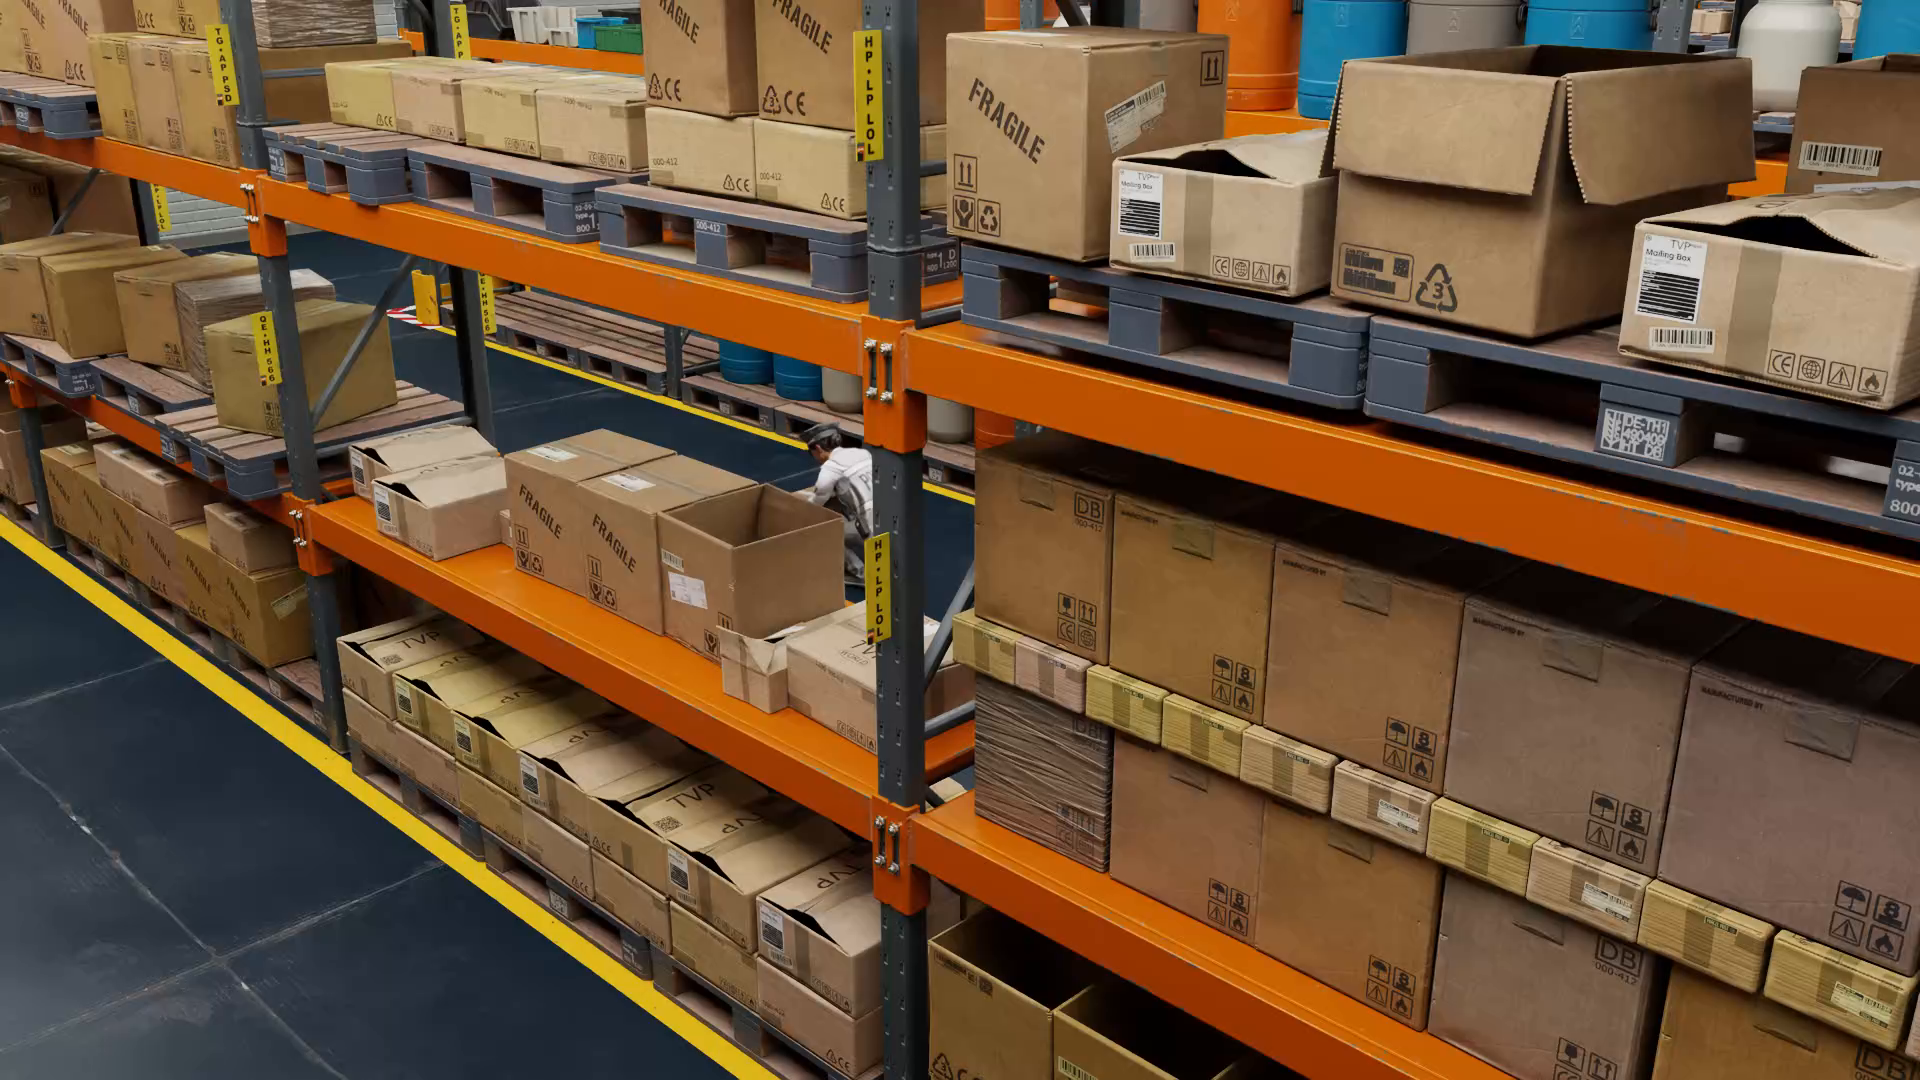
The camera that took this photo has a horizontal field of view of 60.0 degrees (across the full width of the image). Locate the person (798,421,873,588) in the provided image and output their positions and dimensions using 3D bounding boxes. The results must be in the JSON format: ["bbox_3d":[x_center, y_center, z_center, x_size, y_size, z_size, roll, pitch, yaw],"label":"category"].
[{"bbox_3d":[-0.654,-0.237,10.212,0.827,0.970,0.486,19,28,40],"label":"person"}]
